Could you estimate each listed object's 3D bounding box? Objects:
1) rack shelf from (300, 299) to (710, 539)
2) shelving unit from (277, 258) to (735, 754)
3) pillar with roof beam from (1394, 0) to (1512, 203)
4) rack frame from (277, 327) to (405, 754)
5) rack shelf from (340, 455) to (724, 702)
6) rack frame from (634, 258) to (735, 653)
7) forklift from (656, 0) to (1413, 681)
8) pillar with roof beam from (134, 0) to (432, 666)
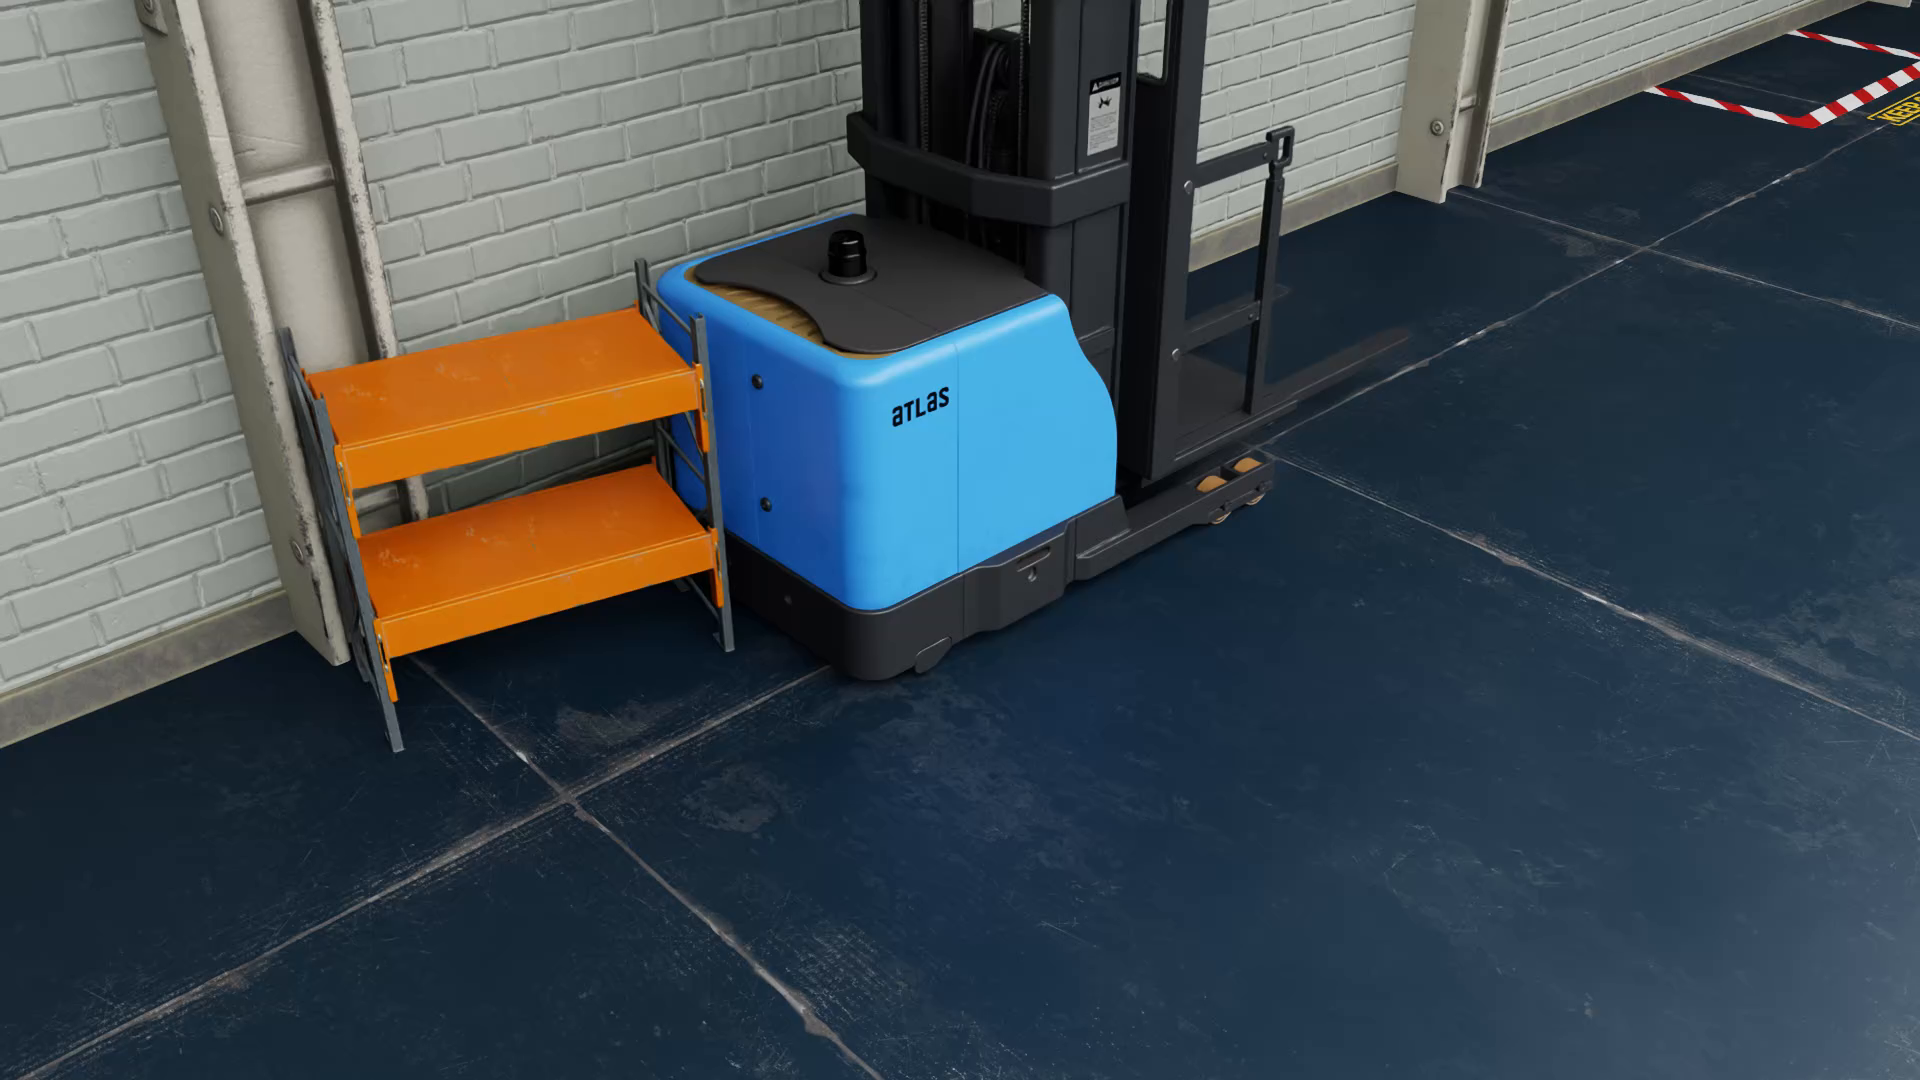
[{"bbox_3d":[-1.281,-0.365,4.701,1.000,0.278,0.538,-16,35,-24],"label":"rack shelf"},{"bbox_3d":[-1.281,-0.116,4.855,1.048,1.125,0.538,-16,35,-24],"label":"shelving unit"},{"bbox_3d":[5.445,-4.060,3.764,0.400,9.000,9.100,-26,40,-35],"label":"pillar with roof beam"},{"bbox_3d":[-1.726,0.014,4.647,0.032,1.125,0.500,-16,35,-24],"label":"rack frame"},{"bbox_3d":[-1.281,0.092,4.984,1.000,0.278,0.538,-16,35,-24],"label":"rack shelf"},{"bbox_3d":[-0.836,-0.245,5.064,0.032,1.125,0.500,-16,35,-24],"label":"rack frame"},{"bbox_3d":[0.487,-1.486,5.370,3.031,2.935,1.130,-26,40,-35],"label":"forklift"},{"bbox_3d":[1.045,-1.932,0.284,0.400,9.000,9.100,-26,40,-35],"label":"pillar with roof beam"}]
